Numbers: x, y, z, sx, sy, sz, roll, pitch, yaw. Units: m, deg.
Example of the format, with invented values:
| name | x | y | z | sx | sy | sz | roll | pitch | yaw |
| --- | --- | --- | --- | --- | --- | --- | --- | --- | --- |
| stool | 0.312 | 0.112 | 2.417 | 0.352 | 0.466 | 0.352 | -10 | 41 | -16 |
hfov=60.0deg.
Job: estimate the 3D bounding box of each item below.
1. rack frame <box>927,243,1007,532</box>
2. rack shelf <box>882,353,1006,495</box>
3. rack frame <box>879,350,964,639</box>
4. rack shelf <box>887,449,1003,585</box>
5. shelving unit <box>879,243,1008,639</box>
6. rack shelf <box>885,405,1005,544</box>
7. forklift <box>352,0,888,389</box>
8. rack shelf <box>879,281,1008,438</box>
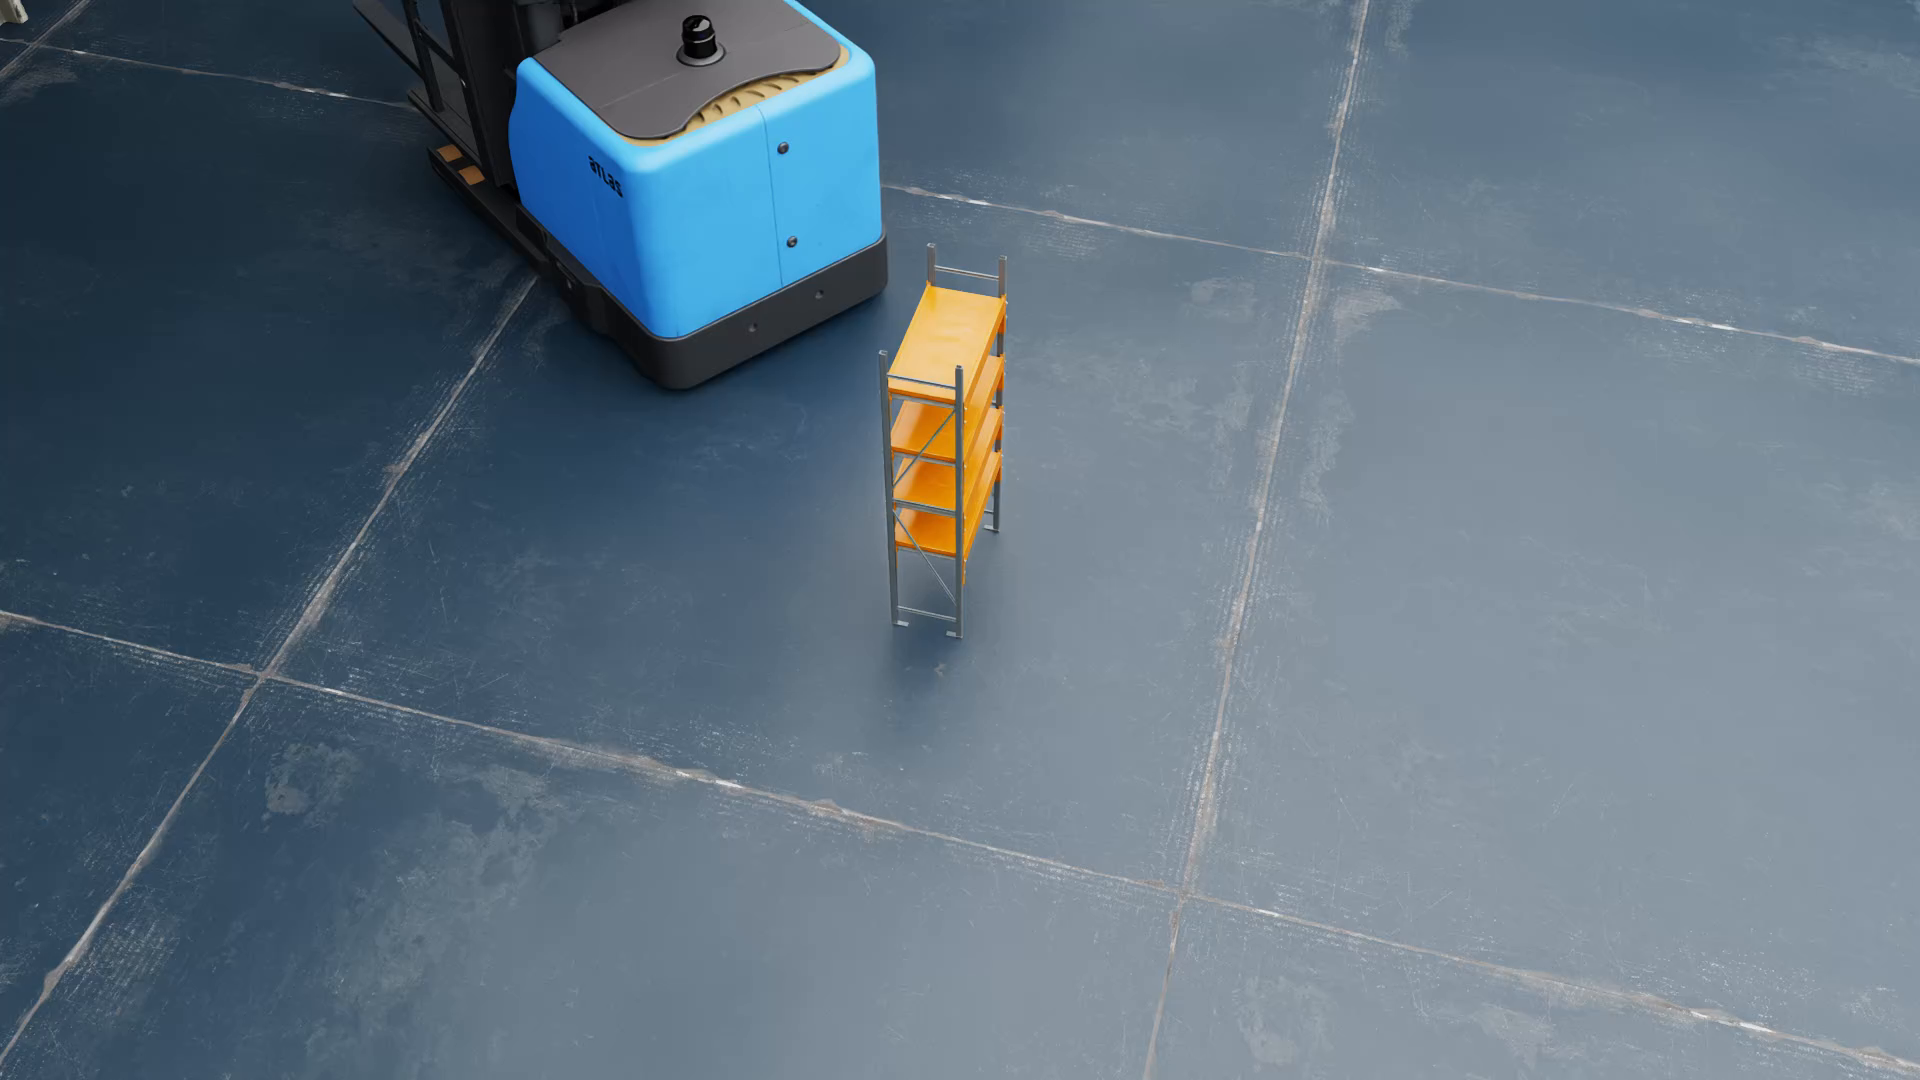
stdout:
| name | x | y | z | sx | sy | sz | roll | pitch | yaw |
| --- | --- | --- | --- | --- | --- | --- | --- | --- | --- |
| rack frame | 0.021 | -0.454 | 5.350 | 0.240 | 1.200 | 0.015 | 12 | 50 | 10 |
| rack shelf | -0.044 | -0.381 | 5.077 | 0.258 | 0.148 | 0.480 | 12 | 50 | 10 |
| rack frame | -0.108 | -0.101 | 5.039 | 0.240 | 1.200 | 0.015 | 12 | 50 | 10 |
| rack shelf | -0.044 | -0.101 | 5.394 | 0.258 | 0.148 | 0.480 | 12 | 50 | 10 |
| shelving unit | -0.044 | -0.277 | 5.194 | 0.258 | 1.200 | 0.503 | 12 | 50 | 10 |
| rack shelf | -0.044 | -0.233 | 5.245 | 0.258 | 0.148 | 0.480 | 12 | 50 | 10 |
| forklift | -1.593 | -2.579 | 6.071 | 1.130 | 2.935 | 3.031 | -31 | 55 | -24 |
| rack shelf | -0.044 | -0.537 | 4.900 | 0.258 | 0.148 | 0.480 | 12 | 50 | 10 |
